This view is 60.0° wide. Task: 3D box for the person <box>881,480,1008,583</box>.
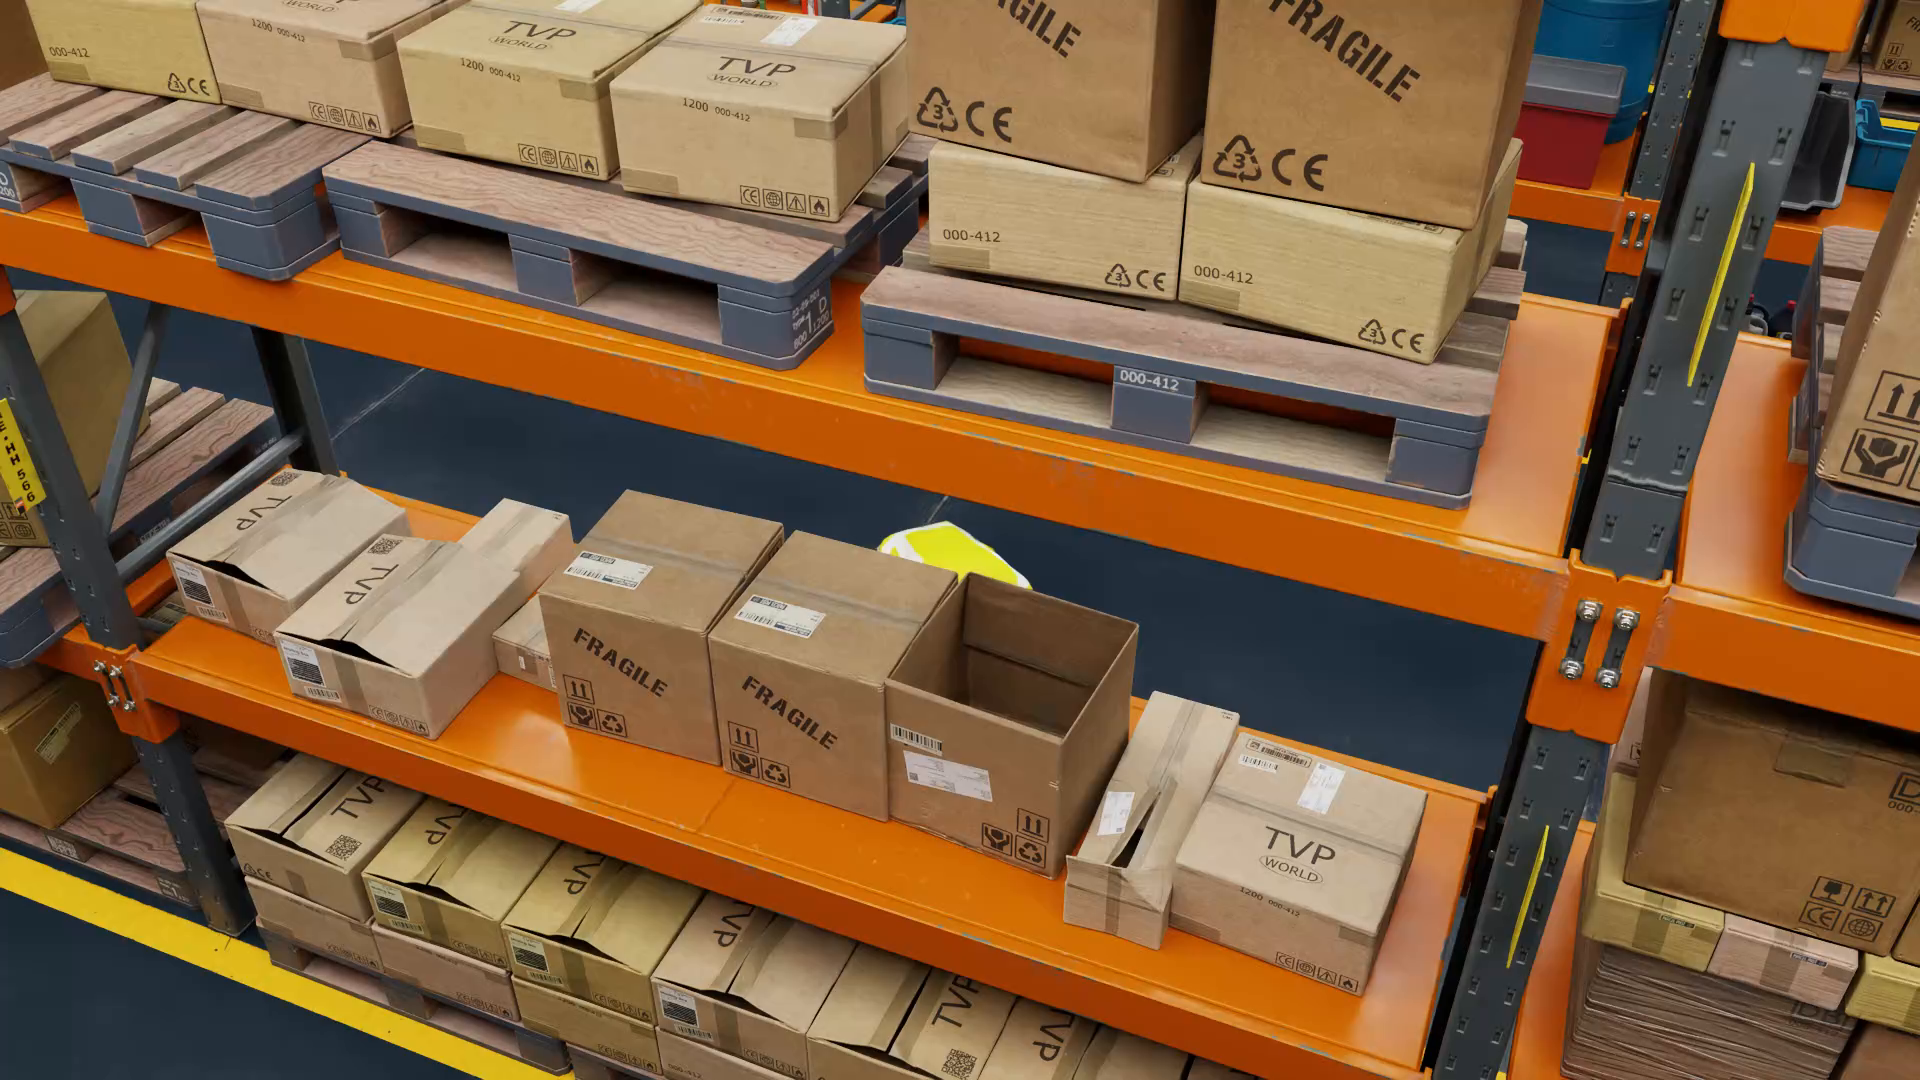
[{"bbox_3d":[-0.042,-0.128,6.304,0.502,1.761,0.586,-12,39,-15],"label":"person"}]
